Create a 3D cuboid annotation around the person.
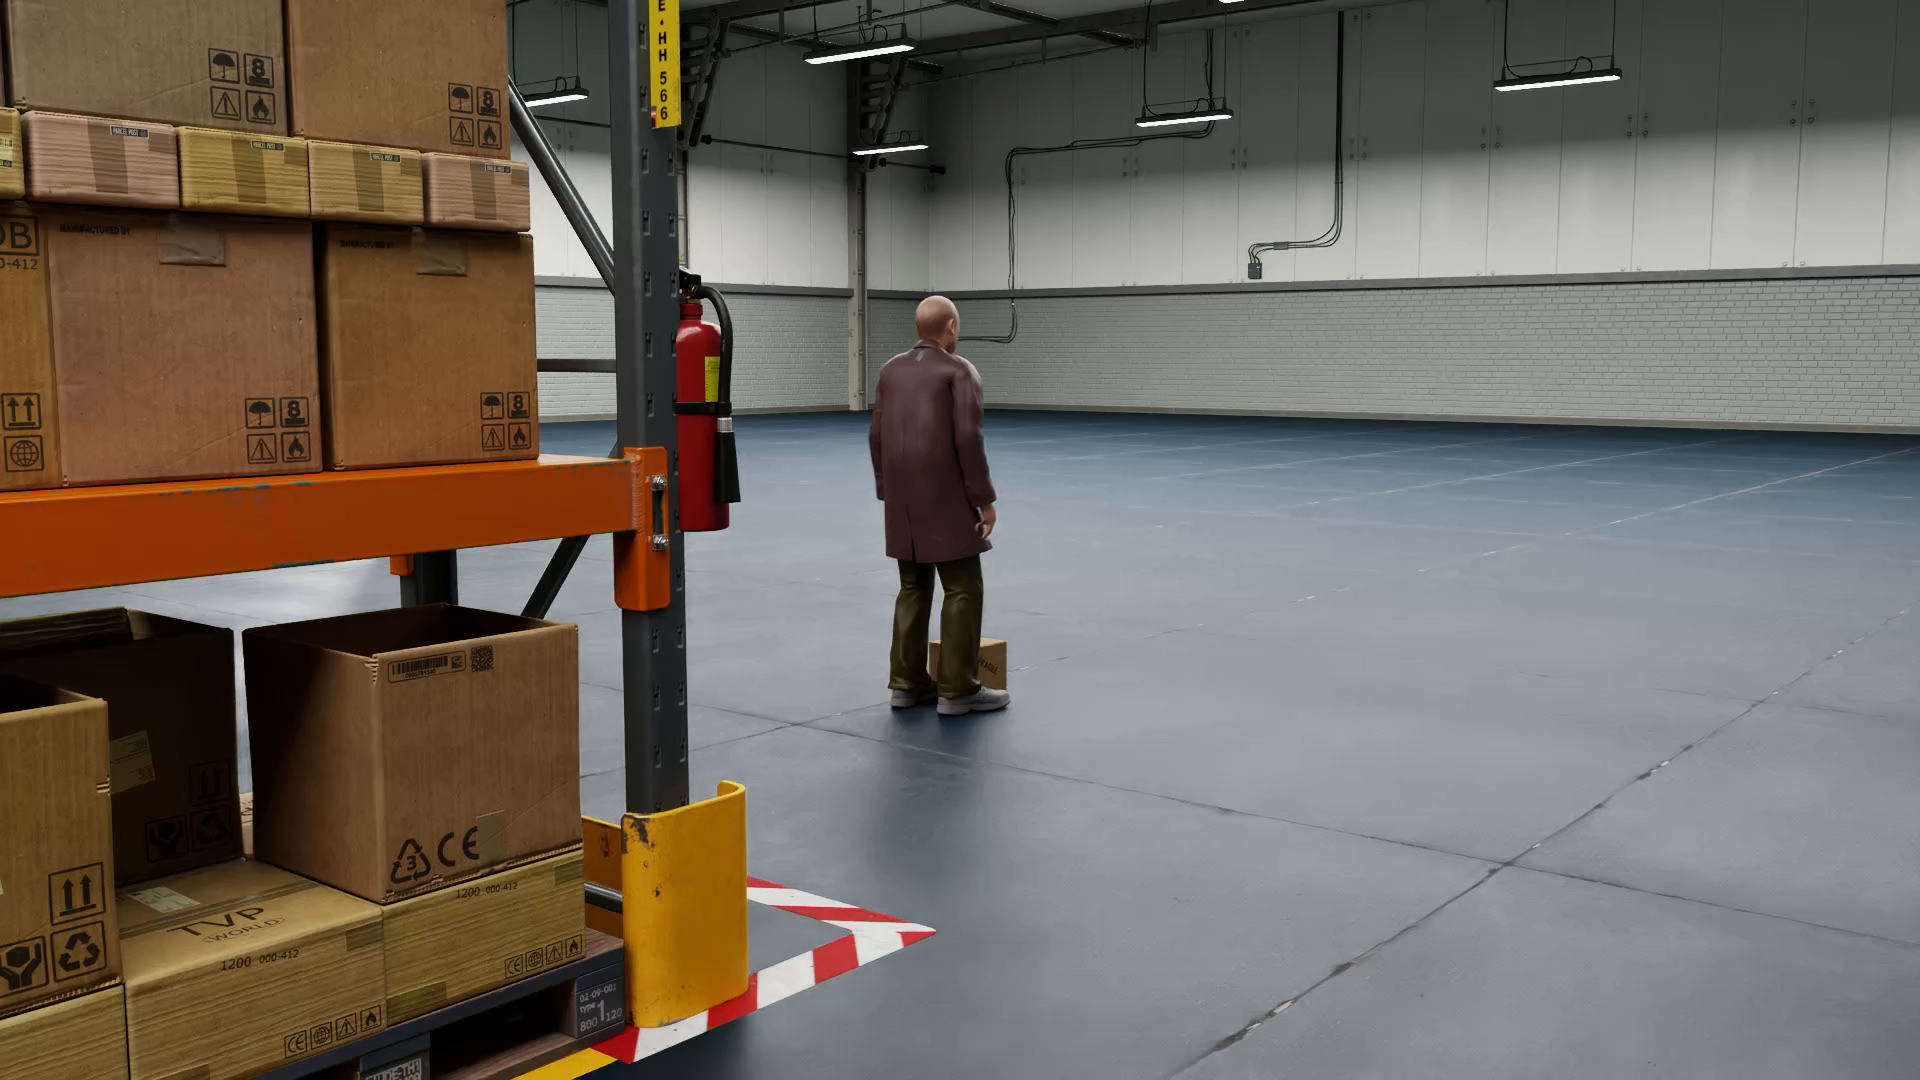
[{"bbox_3d":[-0.109,-0.067,7.172,0.643,1.591,0.428,5,8,39],"label":"person"}]
